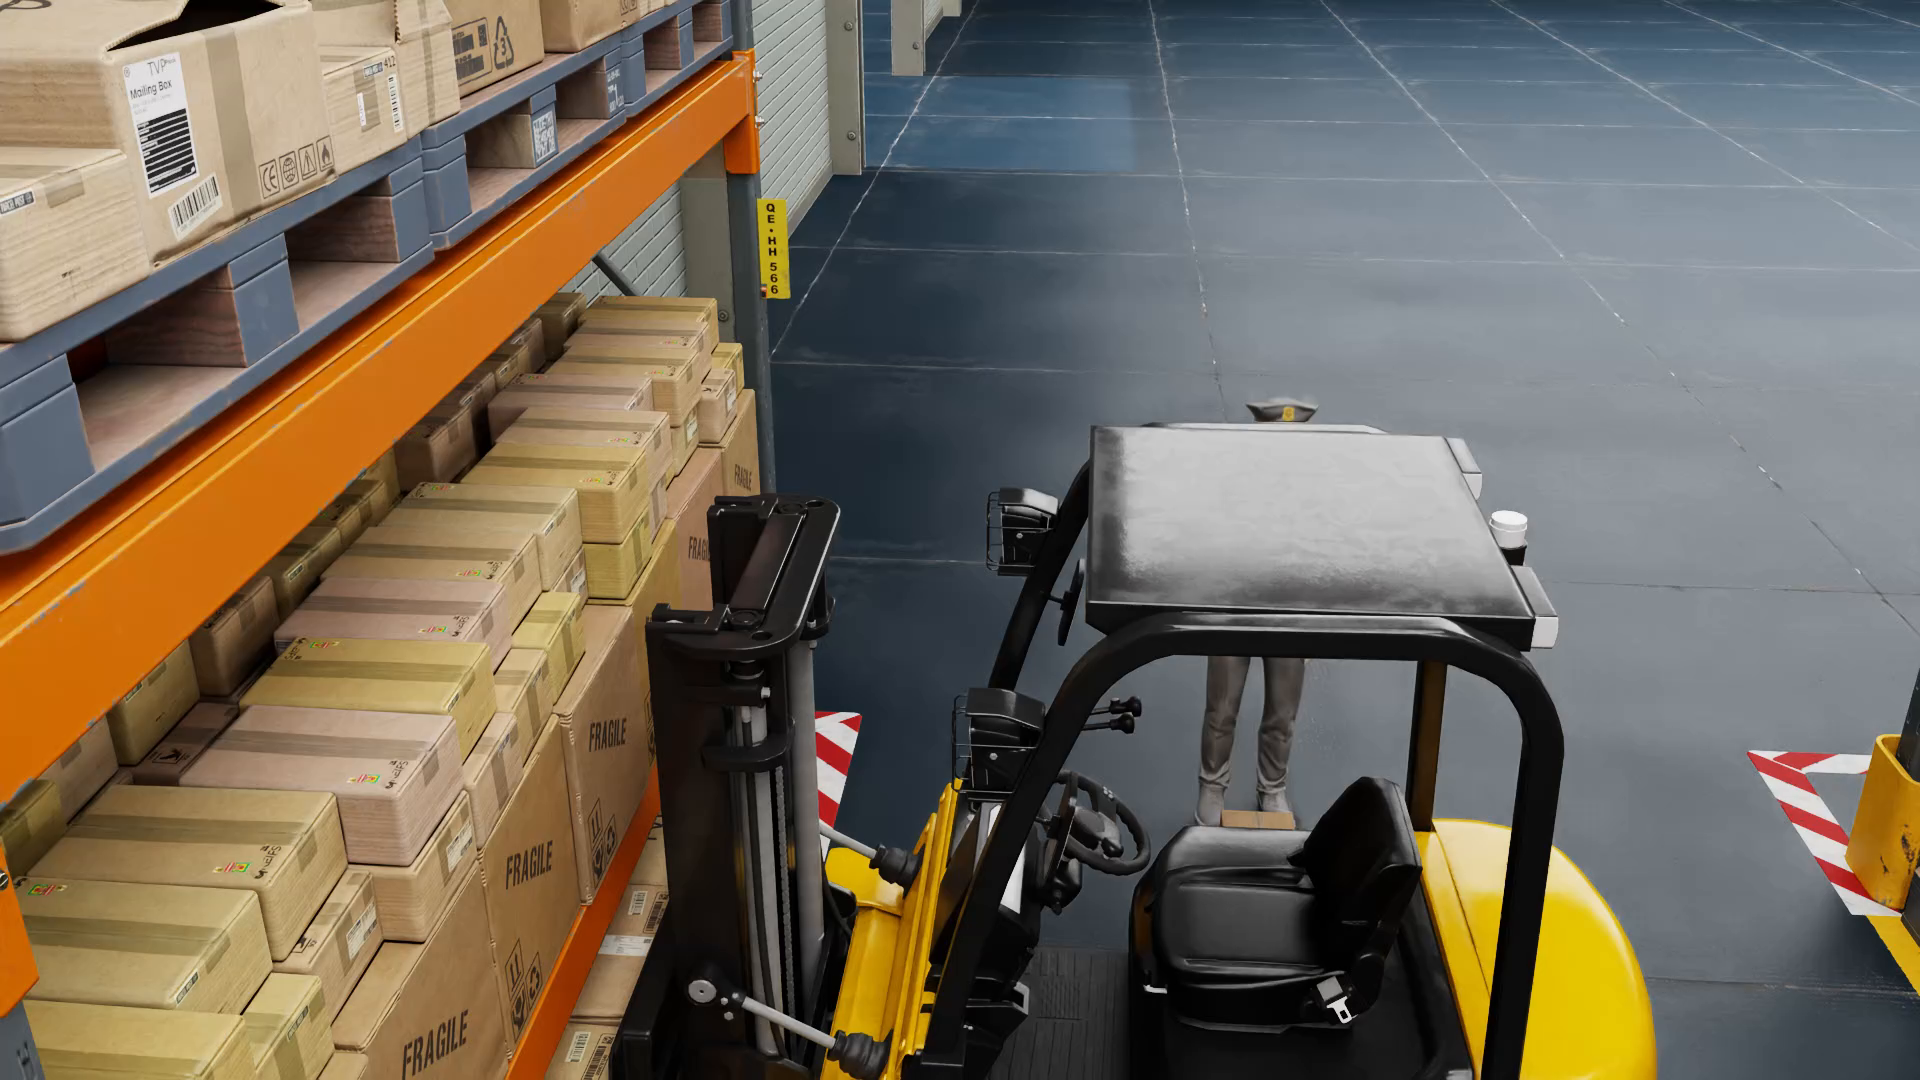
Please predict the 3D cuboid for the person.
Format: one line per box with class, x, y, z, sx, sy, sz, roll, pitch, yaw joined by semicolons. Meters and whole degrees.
person;1.095;0.651;6.010;0.496;0.984;0.845;2;25;4
